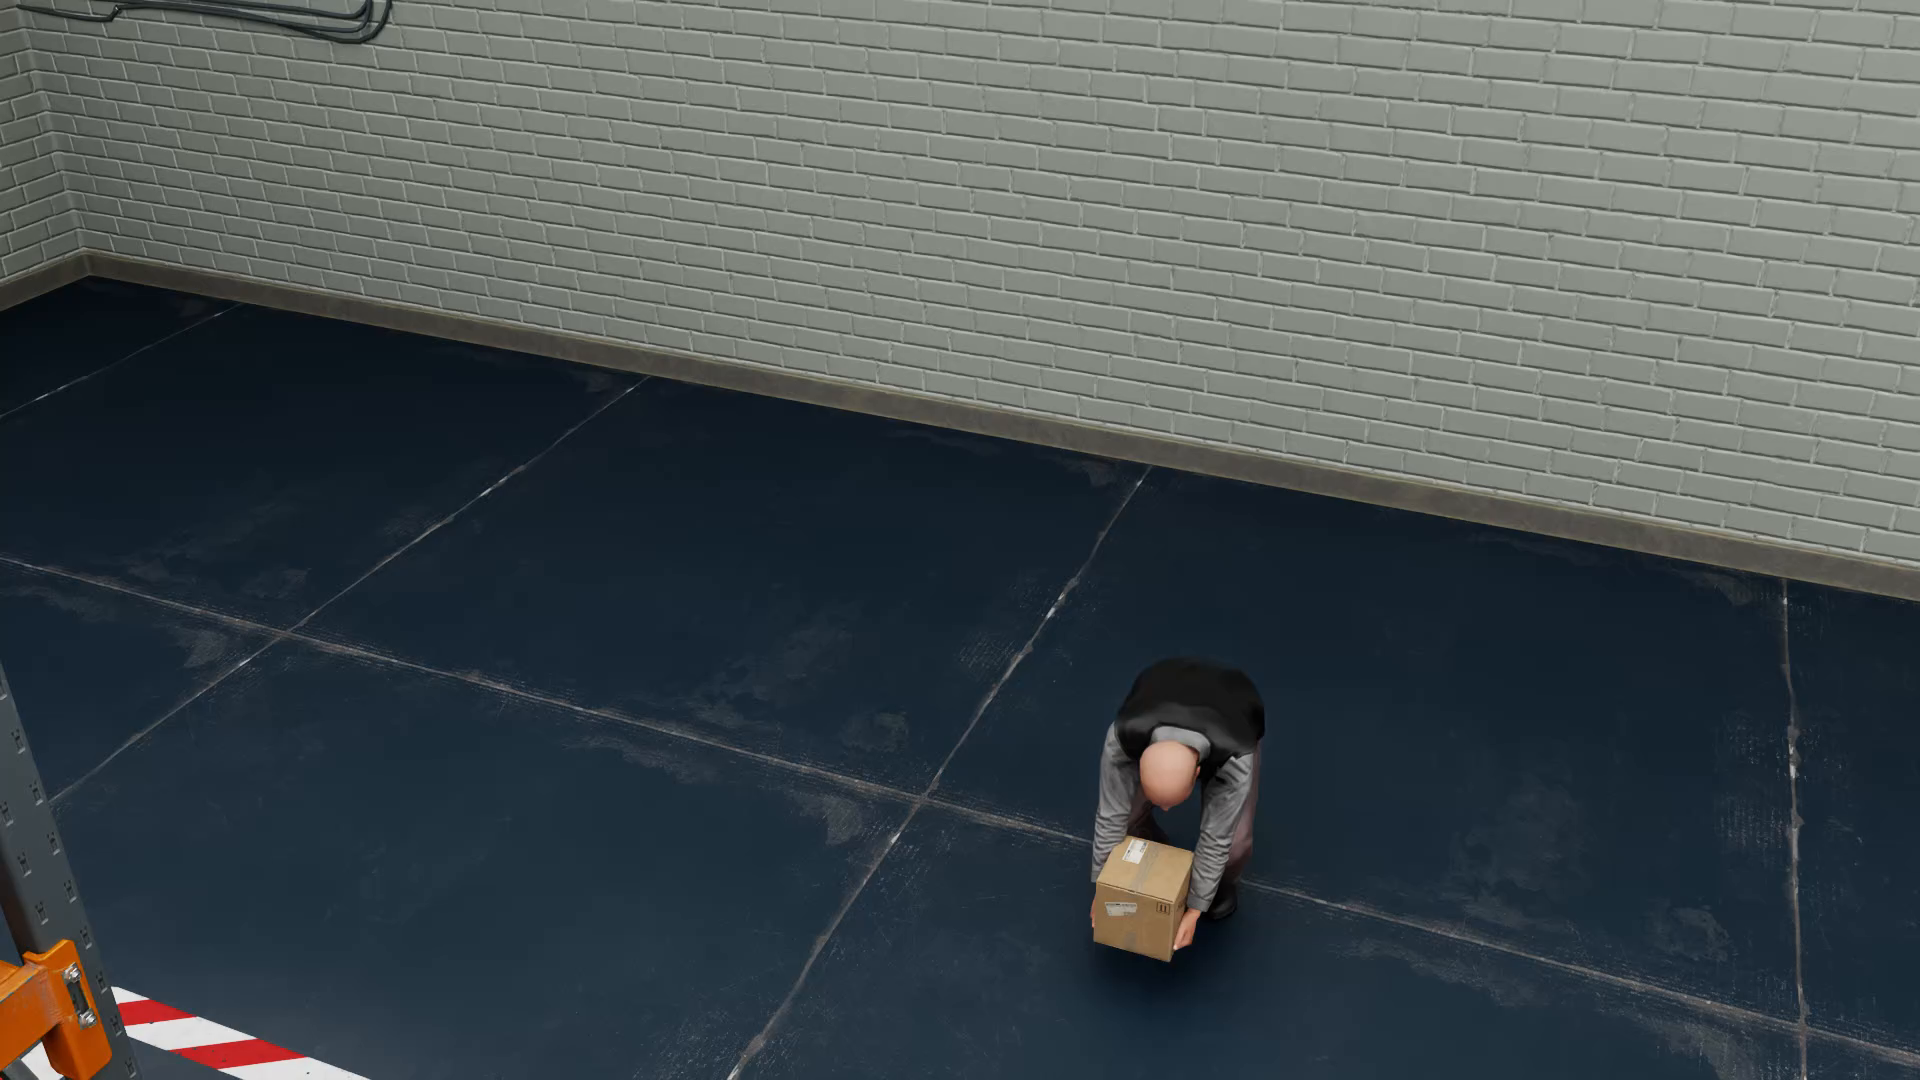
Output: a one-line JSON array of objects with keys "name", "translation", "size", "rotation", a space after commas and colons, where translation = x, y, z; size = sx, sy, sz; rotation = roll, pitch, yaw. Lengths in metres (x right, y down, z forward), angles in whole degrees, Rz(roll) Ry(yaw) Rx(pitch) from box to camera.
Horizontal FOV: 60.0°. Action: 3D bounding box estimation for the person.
[{"name": "person", "translation": [0.724, 0.851, 5.433], "size": [0.508, 0.953, 0.916], "rotation": [10, 31, 18]}]
